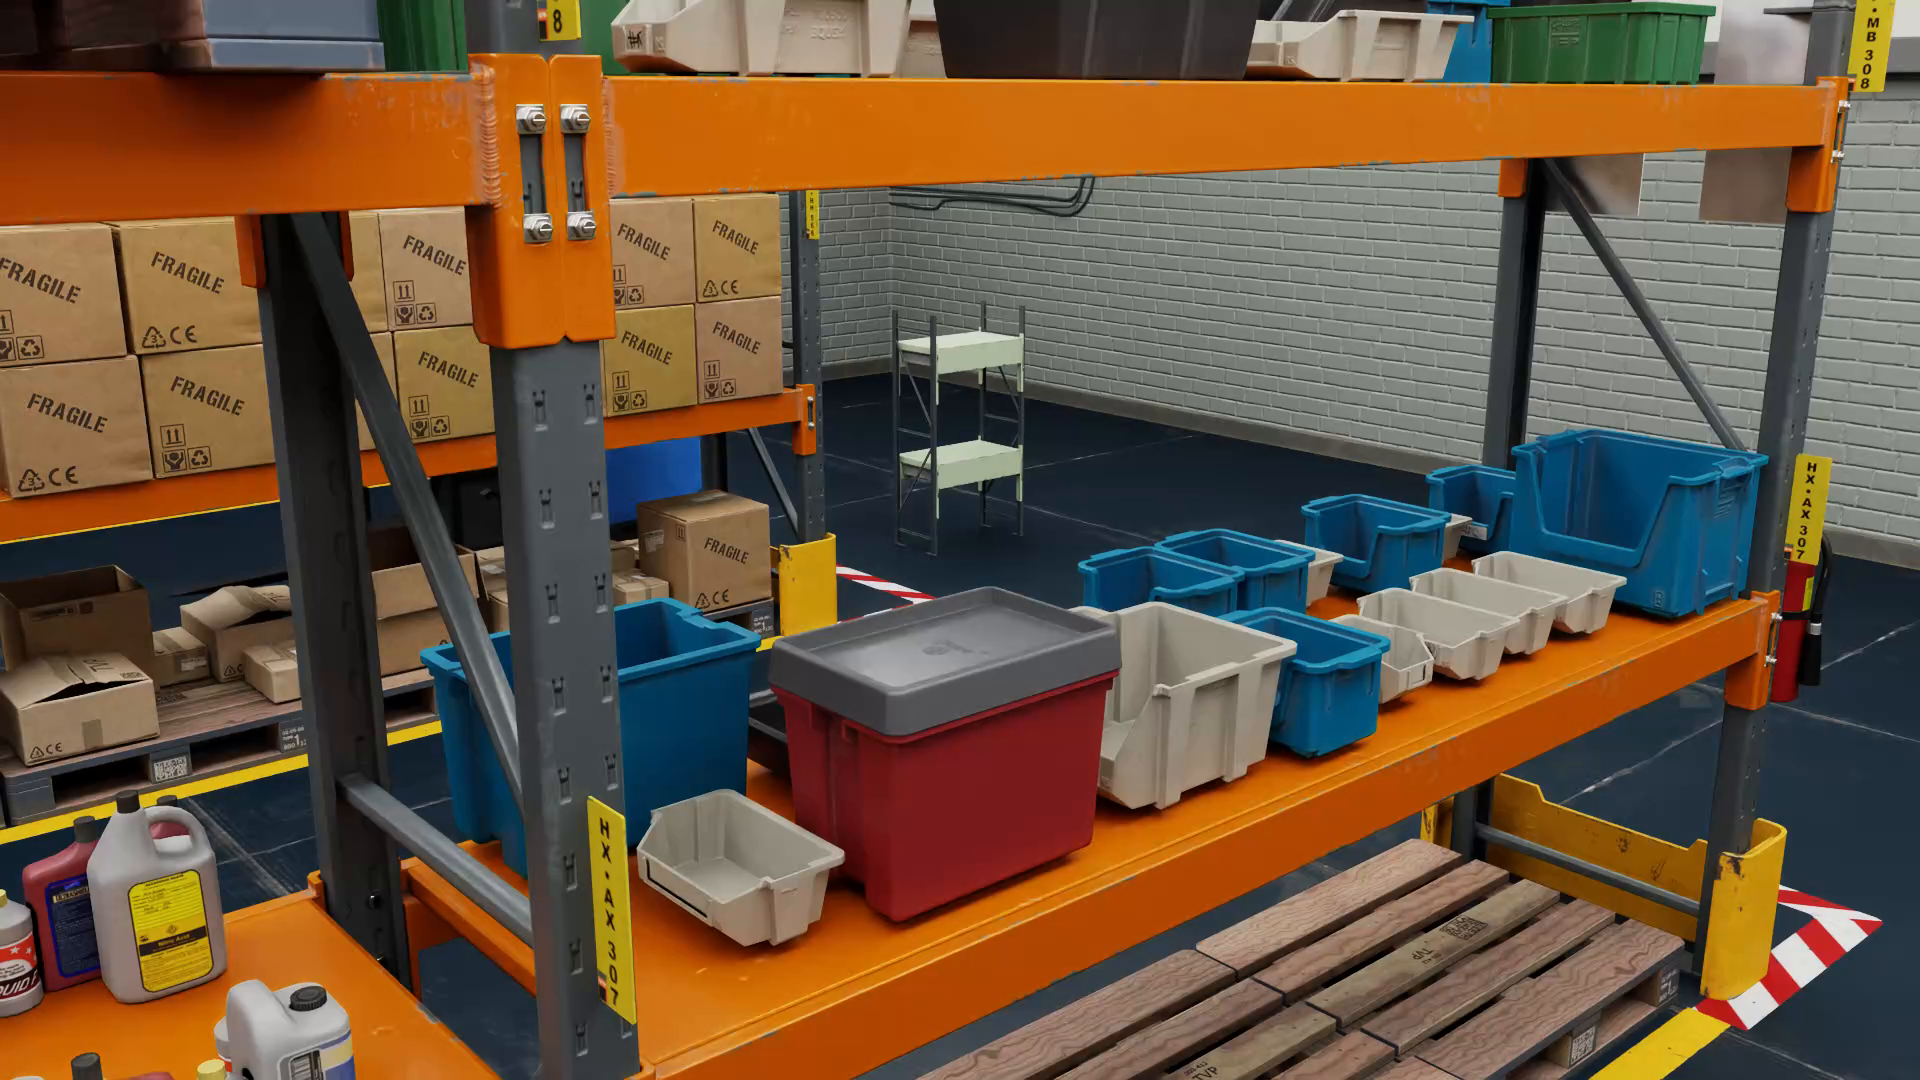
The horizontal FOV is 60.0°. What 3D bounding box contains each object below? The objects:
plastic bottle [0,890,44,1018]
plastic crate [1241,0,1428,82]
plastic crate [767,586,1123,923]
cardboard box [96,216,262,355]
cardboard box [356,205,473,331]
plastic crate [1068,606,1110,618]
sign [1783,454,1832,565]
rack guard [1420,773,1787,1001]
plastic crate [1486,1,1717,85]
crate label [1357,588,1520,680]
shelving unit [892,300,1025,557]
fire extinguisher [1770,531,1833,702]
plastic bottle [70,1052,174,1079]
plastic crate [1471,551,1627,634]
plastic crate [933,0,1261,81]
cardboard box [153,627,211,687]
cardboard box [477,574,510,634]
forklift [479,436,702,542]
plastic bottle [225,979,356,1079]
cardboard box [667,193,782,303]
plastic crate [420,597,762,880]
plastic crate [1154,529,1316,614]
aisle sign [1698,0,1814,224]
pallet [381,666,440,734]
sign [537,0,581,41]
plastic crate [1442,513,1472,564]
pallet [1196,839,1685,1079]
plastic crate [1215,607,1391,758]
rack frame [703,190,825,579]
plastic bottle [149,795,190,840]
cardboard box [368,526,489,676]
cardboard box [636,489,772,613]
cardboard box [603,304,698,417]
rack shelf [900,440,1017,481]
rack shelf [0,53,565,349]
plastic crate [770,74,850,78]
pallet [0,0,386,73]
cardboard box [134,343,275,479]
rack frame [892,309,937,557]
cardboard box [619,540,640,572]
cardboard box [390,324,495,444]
[{"bbox_3d":[-1.595,0.682,2.770,0.097,0.201,0.097,0,15,0],"label":"plastic bottle"},{"bbox_3d":[0.822,-1.330,4.226,0.767,0.338,0.504,-13,19,-39],"label":"plastic crate"},{"bbox_3d":[-0.024,0.399,3.204,0.583,0.464,0.402,-13,19,-39],"label":"plastic crate"},{"bbox_3d":[-3.182,-1.048,6.729,0.500,0.500,0.500,-13,20,-41],"label":"cardboard box"},{"bbox_3d":[-2.405,-1.222,7.383,0.500,0.500,0.500,-12,19,-38],"label":"cardboard box"},{"bbox_3d":[0.254,0.306,4.187,0.466,0.136,0.293,-13,19,-39],"label":"plastic crate"},{"bbox_3d":[2.529,-0.091,4.962,0.005,0.325,0.100,-13,19,-39],"label":"sign"},{"bbox_3d":[2.165,1.085,5.721,0.348,0.500,1.175,-13,19,-39],"label":"rack guard"},{"bbox_3d":[1.599,-1.241,4.180,0.336,0.188,0.450,-13,19,-39],"label":"plastic crate"},{"bbox_3d":[1.237,0.253,4.383,0.243,0.136,0.396,-13,19,-39],"label":"crate label"},{"bbox_3d":[-0.005,-0.723,10.552,0.755,1.500,0.431,-13,19,-39],"label":"shelving unit"},{"bbox_3d":[2.567,0.164,5.196,0.183,0.674,0.296,-13,19,-39],"label":"fire extinguisher"},{"bbox_3d":[-1.092,0.795,2.187,0.133,0.283,0.061,-13,19,-39],"label":"plastic bottle"},{"bbox_3d":[1.659,0.155,4.751,0.243,0.136,0.396,-13,19,-39],"label":"plastic crate"},{"bbox_3d":[0.255,-0.982,3.055,0.590,0.269,0.497,-13,19,-39],"label":"plastic crate"},{"bbox_3d":[-3.624,0.534,7.610,0.250,0.149,0.380,-13,19,-39],"label":"cardboard box"},{"bbox_3d":[-2.078,0.330,8.179,0.500,0.250,0.500,-13,19,-39],"label":"cardboard box"},{"bbox_3d":[-2.952,-1.149,9.372,1.130,2.935,3.031,13,20,40],"label":"forklift"},{"bbox_3d":[-0.947,0.751,2.367,0.135,0.276,0.152,-13,19,-39],"label":"plastic bottle"},{"bbox_3d":[-1.249,-1.484,8.362,0.500,0.500,0.500,-13,20,-40],"label":"cardboard box"},{"bbox_3d":[-0.734,0.394,3.376,0.575,0.384,0.392,-13,19,-39],"label":"plastic crate"},{"bbox_3d":[0.760,0.136,4.636,0.300,0.233,0.416,-13,19,-39],"label":"plastic crate"},{"bbox_3d":[2.402,-1.328,4.870,0.004,0.787,0.394,-13,19,-39],"label":"aisle sign"},{"bbox_3d":[-2.671,0.620,8.022,1.213,0.211,1.003,-13,19,-39],"label":"pallet"},{"bbox_3d":[-0.503,-0.785,2.047,0.005,0.325,0.100,-13,19,-39],"label":"sign"},{"bbox_3d":[1.457,-0.002,5.340,0.298,0.136,0.250,-13,19,-39],"label":"plastic crate"},{"bbox_3d":[1.508,1.363,5.239,1.213,0.211,1.003,-13,19,-39],"label":"pallet"},{"bbox_3d":[0.774,0.333,3.898,0.300,0.233,0.416,-13,19,-39],"label":"plastic crate"},{"bbox_3d":[-1.093,-1.082,8.986,0.127,3.000,1.000,-13,19,-39],"label":"rack frame"},{"bbox_3d":[-1.419,0.596,2.930,0.133,0.283,0.061,-13,19,-39],"label":"plastic bottle"},{"bbox_3d":[-2.697,0.270,7.910,0.637,0.503,0.797,-13,19,-39],"label":"cardboard box"},{"bbox_3d":[-1.342,0.054,8.728,0.500,0.500,0.500,-13,19,-39],"label":"cardboard box"},{"bbox_3d":[-1.642,-0.912,8.159,0.500,0.500,0.500,-12,19,-39],"label":"cardboard box"},{"bbox_3d":[-0.005,-0.503,10.611,0.686,0.124,0.368,-13,19,-39],"label":"rack shelf"},{"bbox_3d":[-2.371,-0.202,1.274,4.000,0.370,1.077,-13,19,-39],"label":"rack shelf"},{"bbox_3d":[-0.385,-1.024,3.282,0.300,0.233,0.416,-13,19,-39],"label":"plastic crate"},{"bbox_3d":[-1.389,-0.645,1.906,1.003,0.211,1.213,-13,19,-39],"label":"pallet"},{"bbox_3d":[-3.163,-0.573,6.888,0.500,0.500,0.500,-12,19,-38],"label":"cardboard box"},{"bbox_3d":[-0.281,-0.661,10.320,0.023,1.500,0.400,-13,19,-39],"label":"rack frame"},{"bbox_3d":[-1.823,0.121,9.122,0.250,0.166,0.380,-13,19,-39],"label":"cardboard box"},{"bbox_3d":[-2.402,-0.744,7.528,0.500,0.500,0.500,-13,20,-40],"label":"cardboard box"}]
